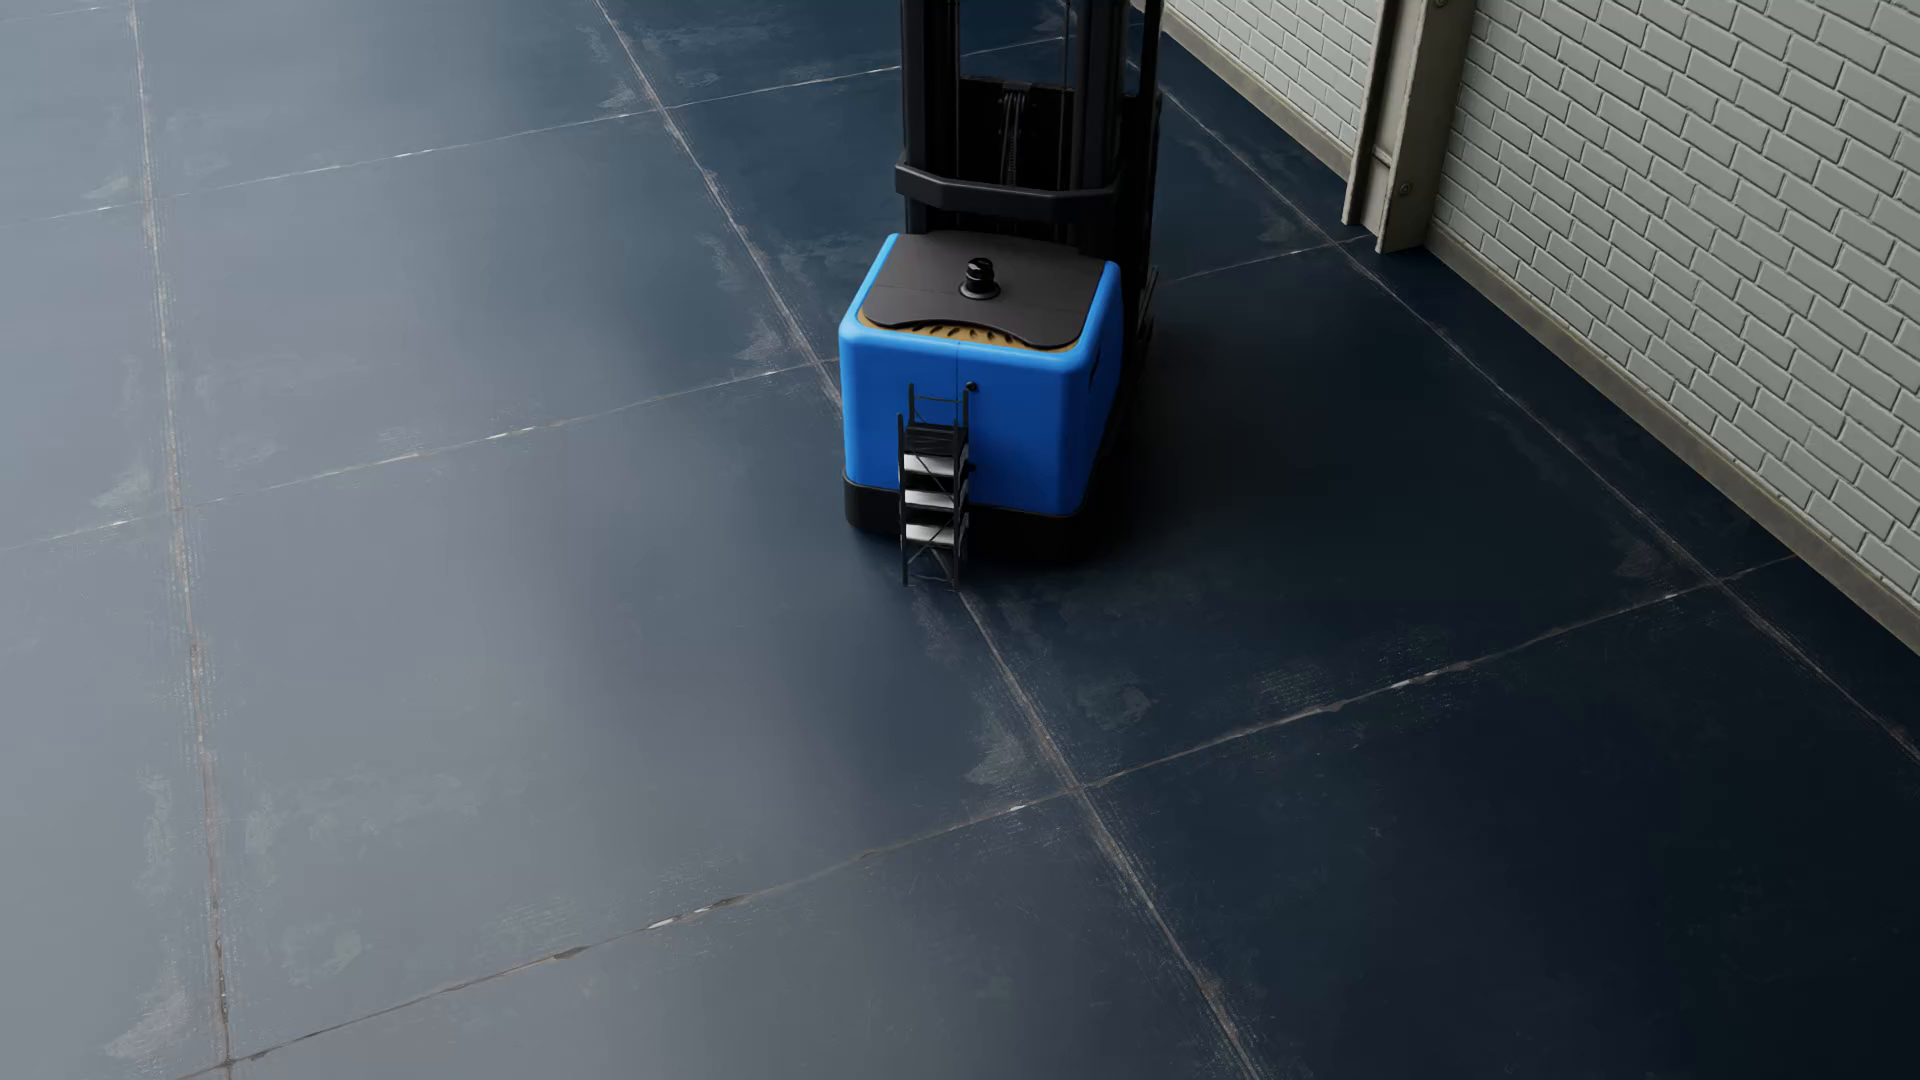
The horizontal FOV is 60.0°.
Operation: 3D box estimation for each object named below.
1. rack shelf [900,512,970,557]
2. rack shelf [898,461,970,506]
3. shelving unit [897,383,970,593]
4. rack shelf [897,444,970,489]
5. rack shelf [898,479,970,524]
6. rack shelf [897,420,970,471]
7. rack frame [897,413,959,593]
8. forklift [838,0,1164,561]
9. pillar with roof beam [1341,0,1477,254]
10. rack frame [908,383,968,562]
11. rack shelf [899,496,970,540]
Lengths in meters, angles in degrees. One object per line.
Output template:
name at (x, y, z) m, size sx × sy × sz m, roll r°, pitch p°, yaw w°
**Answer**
rack shelf at (-0.104, -0.038, 6.930) m, size 0.258 × 0.077 × 0.200 m, roll 7°, pitch 41°, yaw 8°
rack shelf at (-0.104, -0.243, 6.754) m, size 0.258 × 0.077 × 0.200 m, roll 7°, pitch 41°, yaw 8°
shelving unit at (-0.104, -0.200, 6.791) m, size 0.258 × 0.900 × 0.210 m, roll 7°, pitch 41°, yaw 8°
rack shelf at (-0.104, -0.311, 6.695) m, size 0.258 × 0.077 × 0.200 m, roll 7°, pitch 41°, yaw 8°
rack shelf at (-0.104, -0.174, 6.813) m, size 0.258 × 0.077 × 0.200 m, roll 7°, pitch 41°, yaw 8°
rack shelf at (-0.105, -0.379, 6.637) m, size 0.258 × 0.077 × 0.200 m, roll 7°, pitch 41°, yaw 8°
rack frame at (-0.123, -0.134, 6.715) m, size 0.240 × 0.900 × 0.006 m, roll 7°, pitch 41°, yaw 8°
forklift at (0.350, -1.993, 7.320) m, size 1.130 × 2.935 × 3.031 m, roll 9°, pitch 42°, yaw 11°
pillar with roof beam at (-1.622, -4.051, 5.060) m, size 9.100 × 9.000 × 0.400 m, roll -15°, pitch 43°, yaw -17°
rack frame at (-0.085, -0.265, 6.867) m, size 0.240 × 0.900 × 0.006 m, roll 7°, pitch 41°, yaw 8°
rack shelf at (-0.104, -0.106, 6.872) m, size 0.258 × 0.077 × 0.200 m, roll 7°, pitch 41°, yaw 8°
